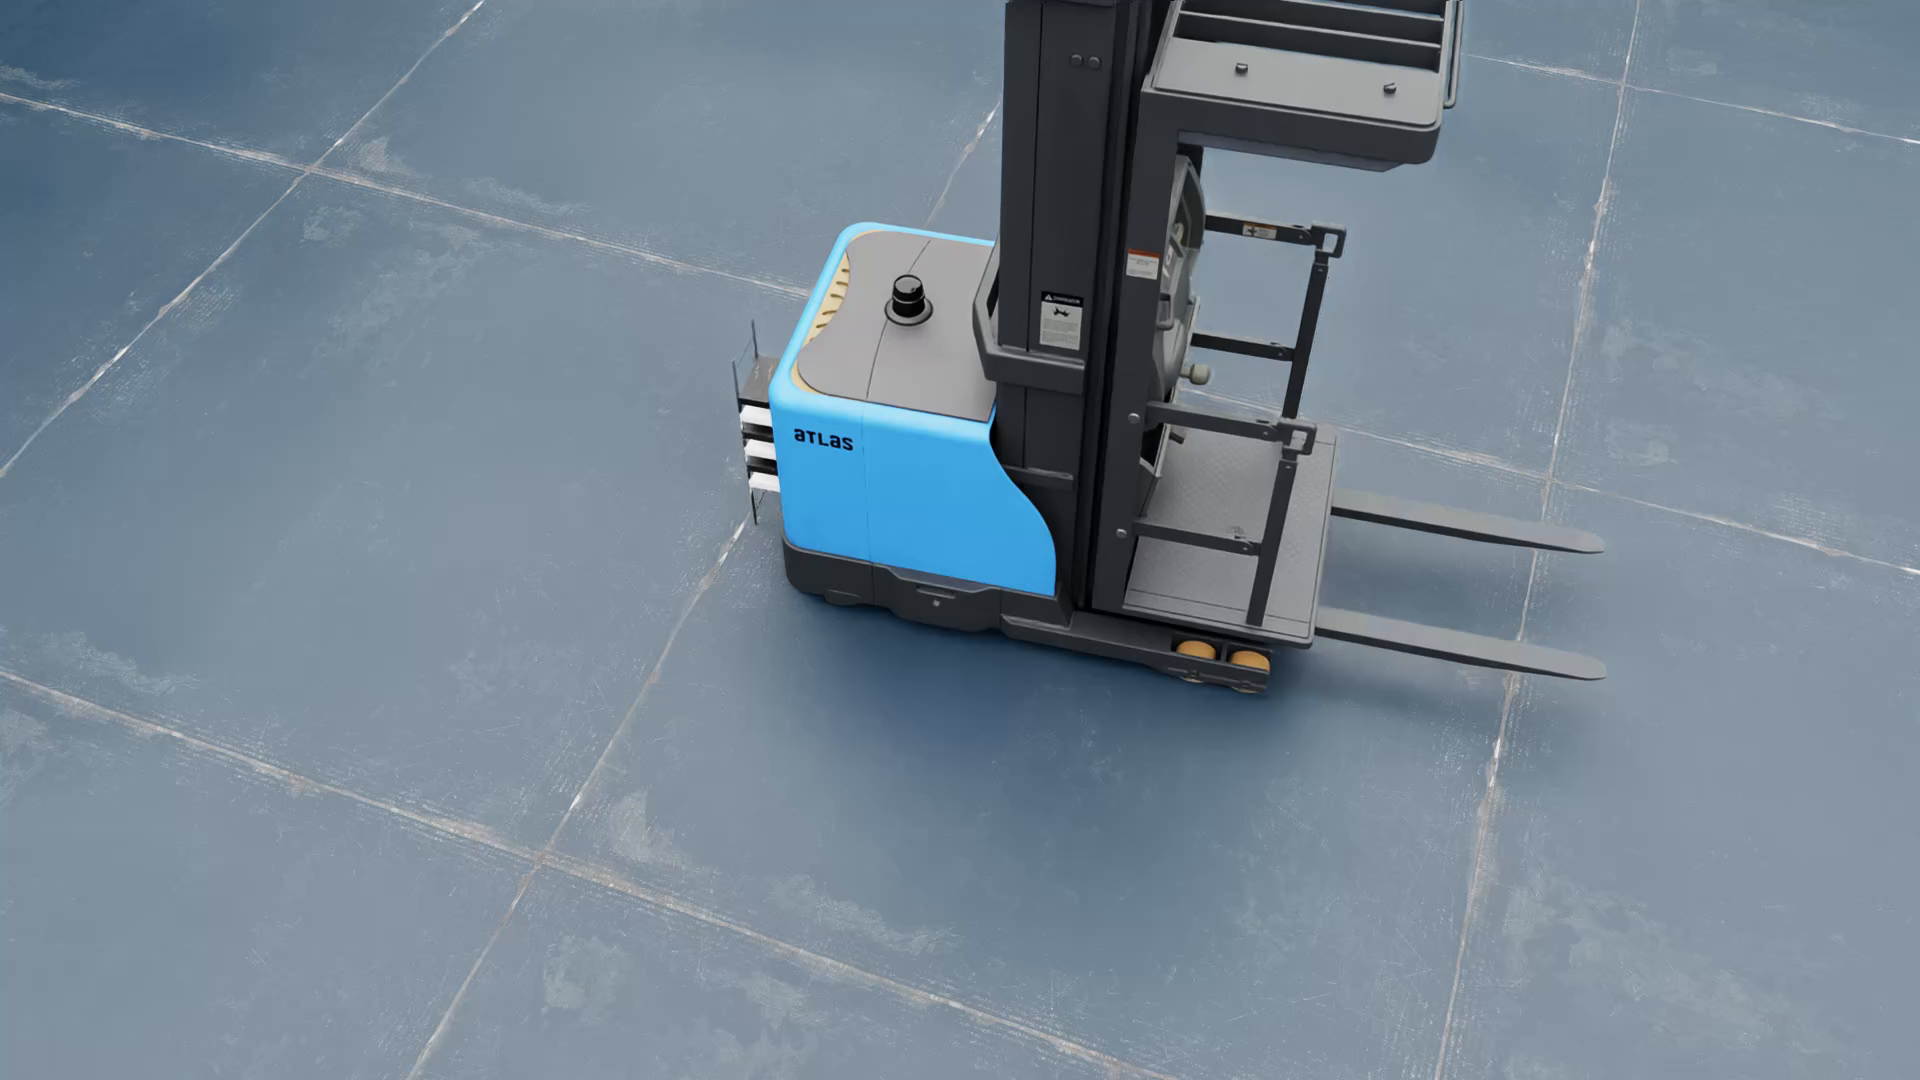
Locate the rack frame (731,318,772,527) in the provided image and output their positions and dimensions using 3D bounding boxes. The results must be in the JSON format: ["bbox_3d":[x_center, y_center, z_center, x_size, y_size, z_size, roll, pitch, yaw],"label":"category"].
[{"bbox_3d":[-0.792,-0.437,6.400,0.006,0.900,0.240,11,50,9],"label":"rack frame"}]

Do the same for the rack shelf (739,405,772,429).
[{"bbox_3d":[-0.694,-0.514,6.273,0.200,0.077,0.258,11,50,9],"label":"rack shelf"}]

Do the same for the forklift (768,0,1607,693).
[{"bbox_3d":[0.903,-0.844,5.408,3.031,2.935,1.130,11,50,9],"label":"forklift"}]

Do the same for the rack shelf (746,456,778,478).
[{"bbox_3d":[-0.694,-0.338,6.477,0.200,0.077,0.258,11,50,9],"label":"rack shelf"}]

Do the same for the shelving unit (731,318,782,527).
[{"bbox_3d":[-0.694,-0.418,6.384,0.210,0.900,0.258,11,50,9],"label":"shelving unit"}]

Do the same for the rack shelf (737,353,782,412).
[{"bbox_3d":[-0.694,-0.573,6.205,0.200,0.077,0.258,11,50,9],"label":"rack shelf"}]

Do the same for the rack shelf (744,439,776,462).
[{"bbox_3d":[-0.694,-0.396,6.409,0.200,0.077,0.258,11,50,9],"label":"rack shelf"}]

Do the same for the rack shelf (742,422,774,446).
[{"bbox_3d":[-0.694,-0.455,6.341,0.200,0.077,0.258,11,50,9],"label":"rack shelf"}]

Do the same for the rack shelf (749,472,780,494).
[{"bbox_3d":[-0.694,-0.279,6.545,0.200,0.077,0.258,11,50,9],"label":"rack shelf"}]
